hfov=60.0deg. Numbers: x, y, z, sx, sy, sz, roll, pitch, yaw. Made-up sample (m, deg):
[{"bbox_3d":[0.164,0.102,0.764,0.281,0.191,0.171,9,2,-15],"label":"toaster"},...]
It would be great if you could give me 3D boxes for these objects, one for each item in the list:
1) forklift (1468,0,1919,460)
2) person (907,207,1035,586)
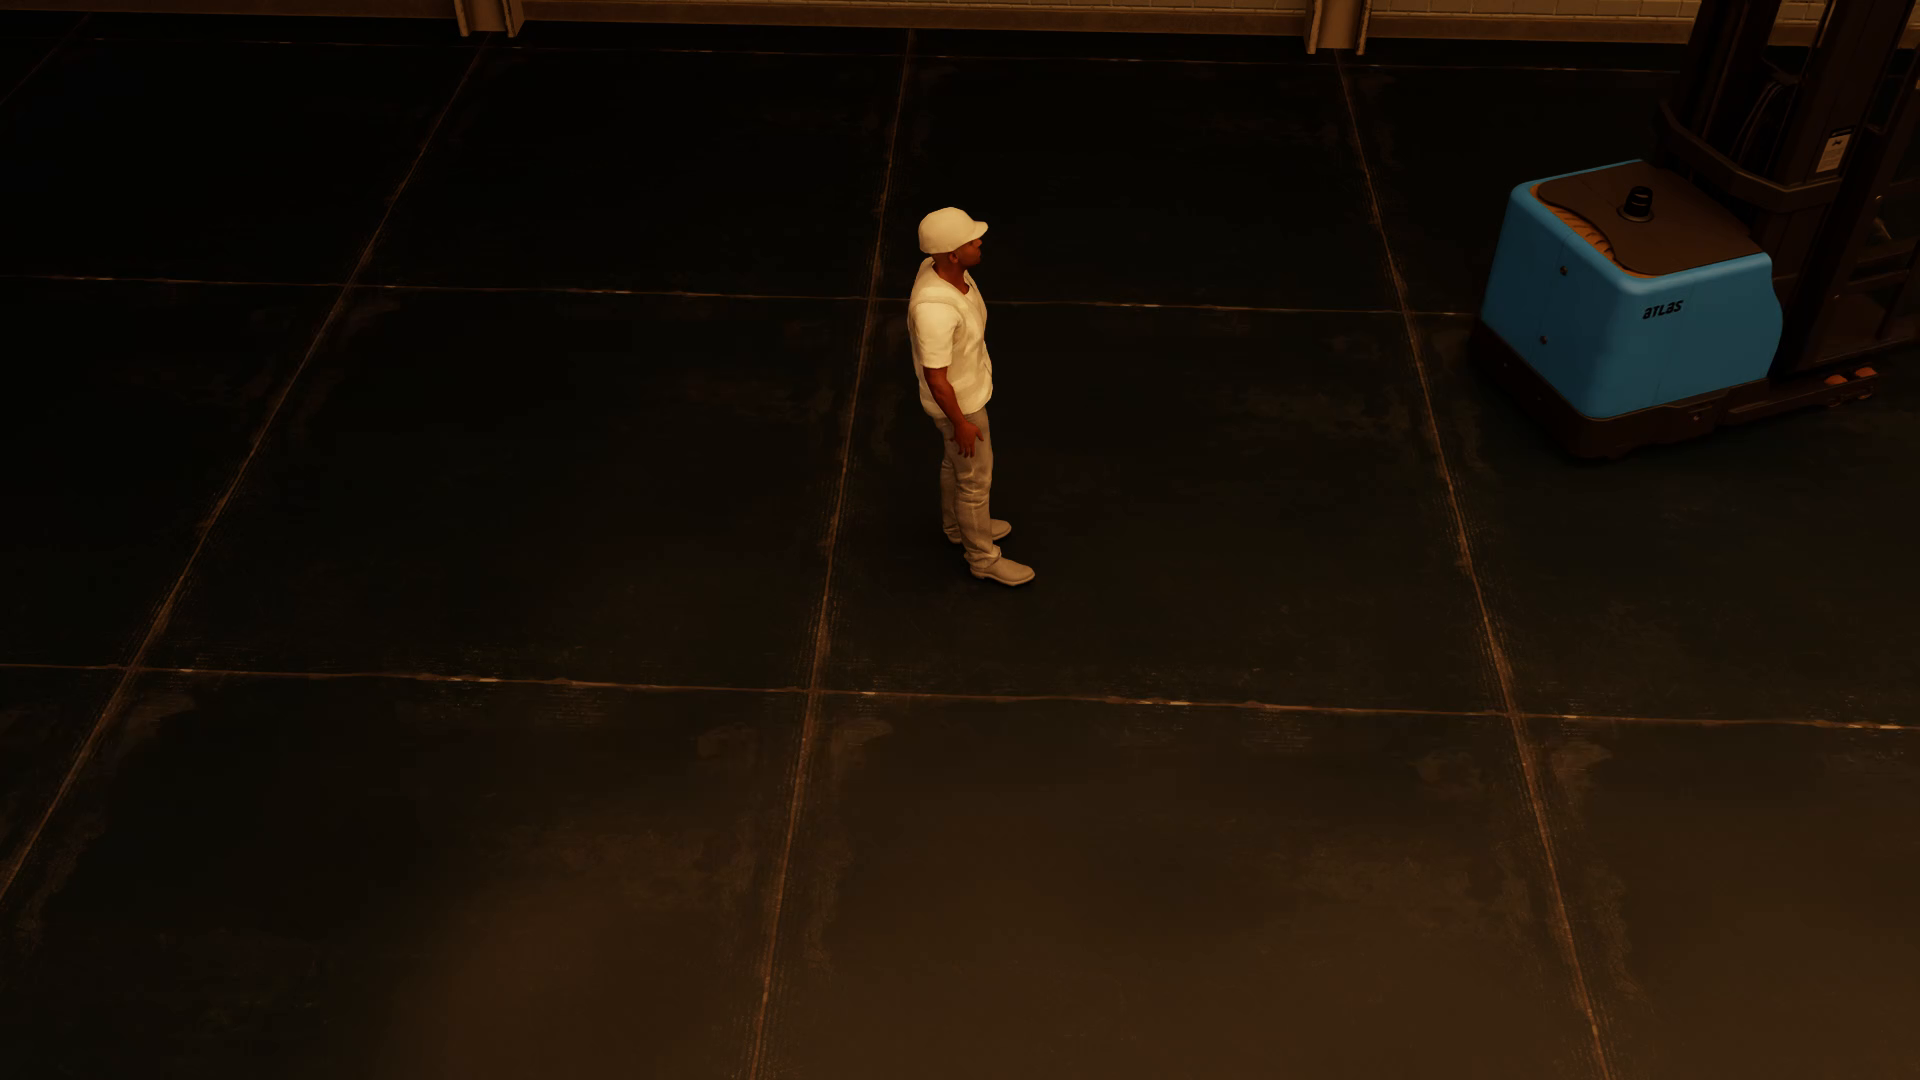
[{"bbox_3d":[4.294,-2.098,8.040,3.031,2.935,1.130,-14,44,-15],"label":"forklift"},{"bbox_3d":[0.070,-0.652,7.309,0.575,1.768,0.665,2,42,2],"label":"person"}]
